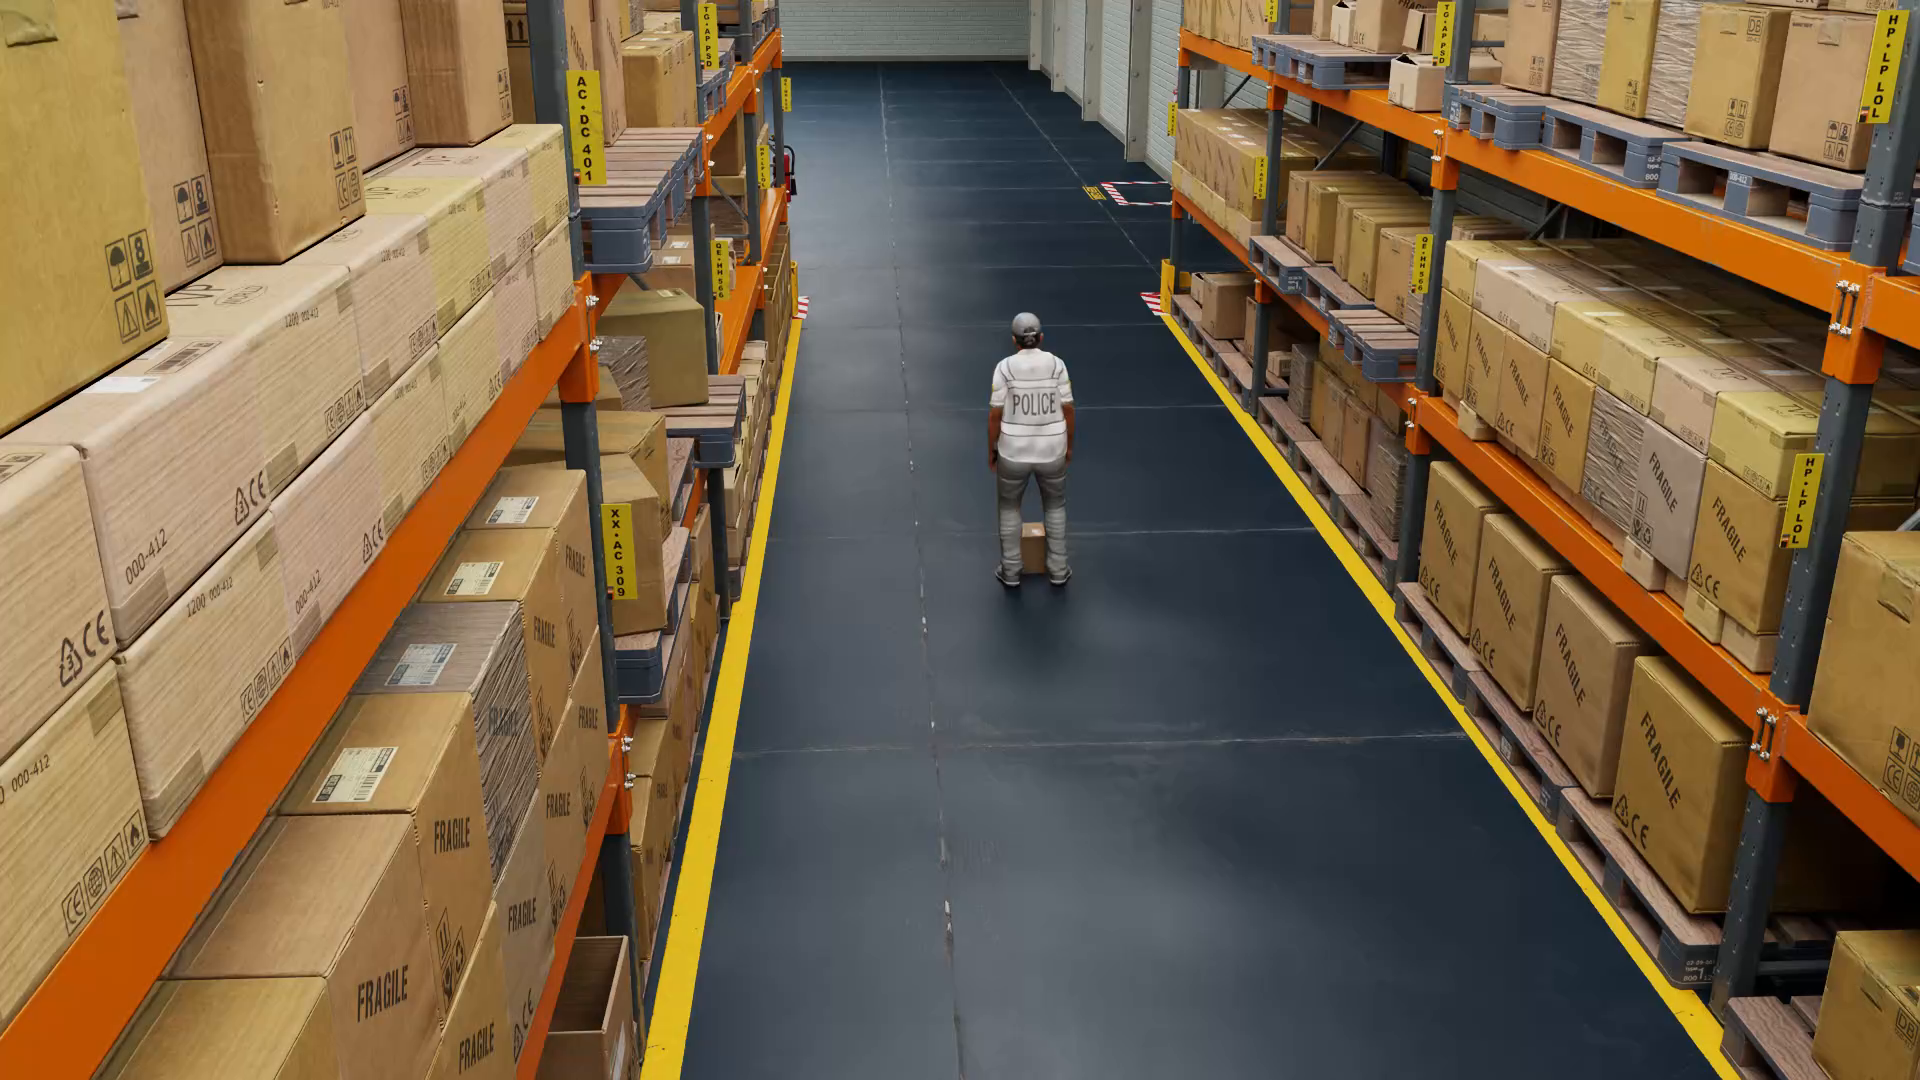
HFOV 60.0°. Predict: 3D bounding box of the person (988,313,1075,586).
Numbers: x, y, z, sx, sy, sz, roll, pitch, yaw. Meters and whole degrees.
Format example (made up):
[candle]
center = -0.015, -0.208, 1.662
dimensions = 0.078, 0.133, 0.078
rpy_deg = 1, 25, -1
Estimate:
[person]
center = 0.432, -0.534, 9.996
dimensions = 0.549, 1.664, 0.470
rpy_deg = -2, 21, -5
